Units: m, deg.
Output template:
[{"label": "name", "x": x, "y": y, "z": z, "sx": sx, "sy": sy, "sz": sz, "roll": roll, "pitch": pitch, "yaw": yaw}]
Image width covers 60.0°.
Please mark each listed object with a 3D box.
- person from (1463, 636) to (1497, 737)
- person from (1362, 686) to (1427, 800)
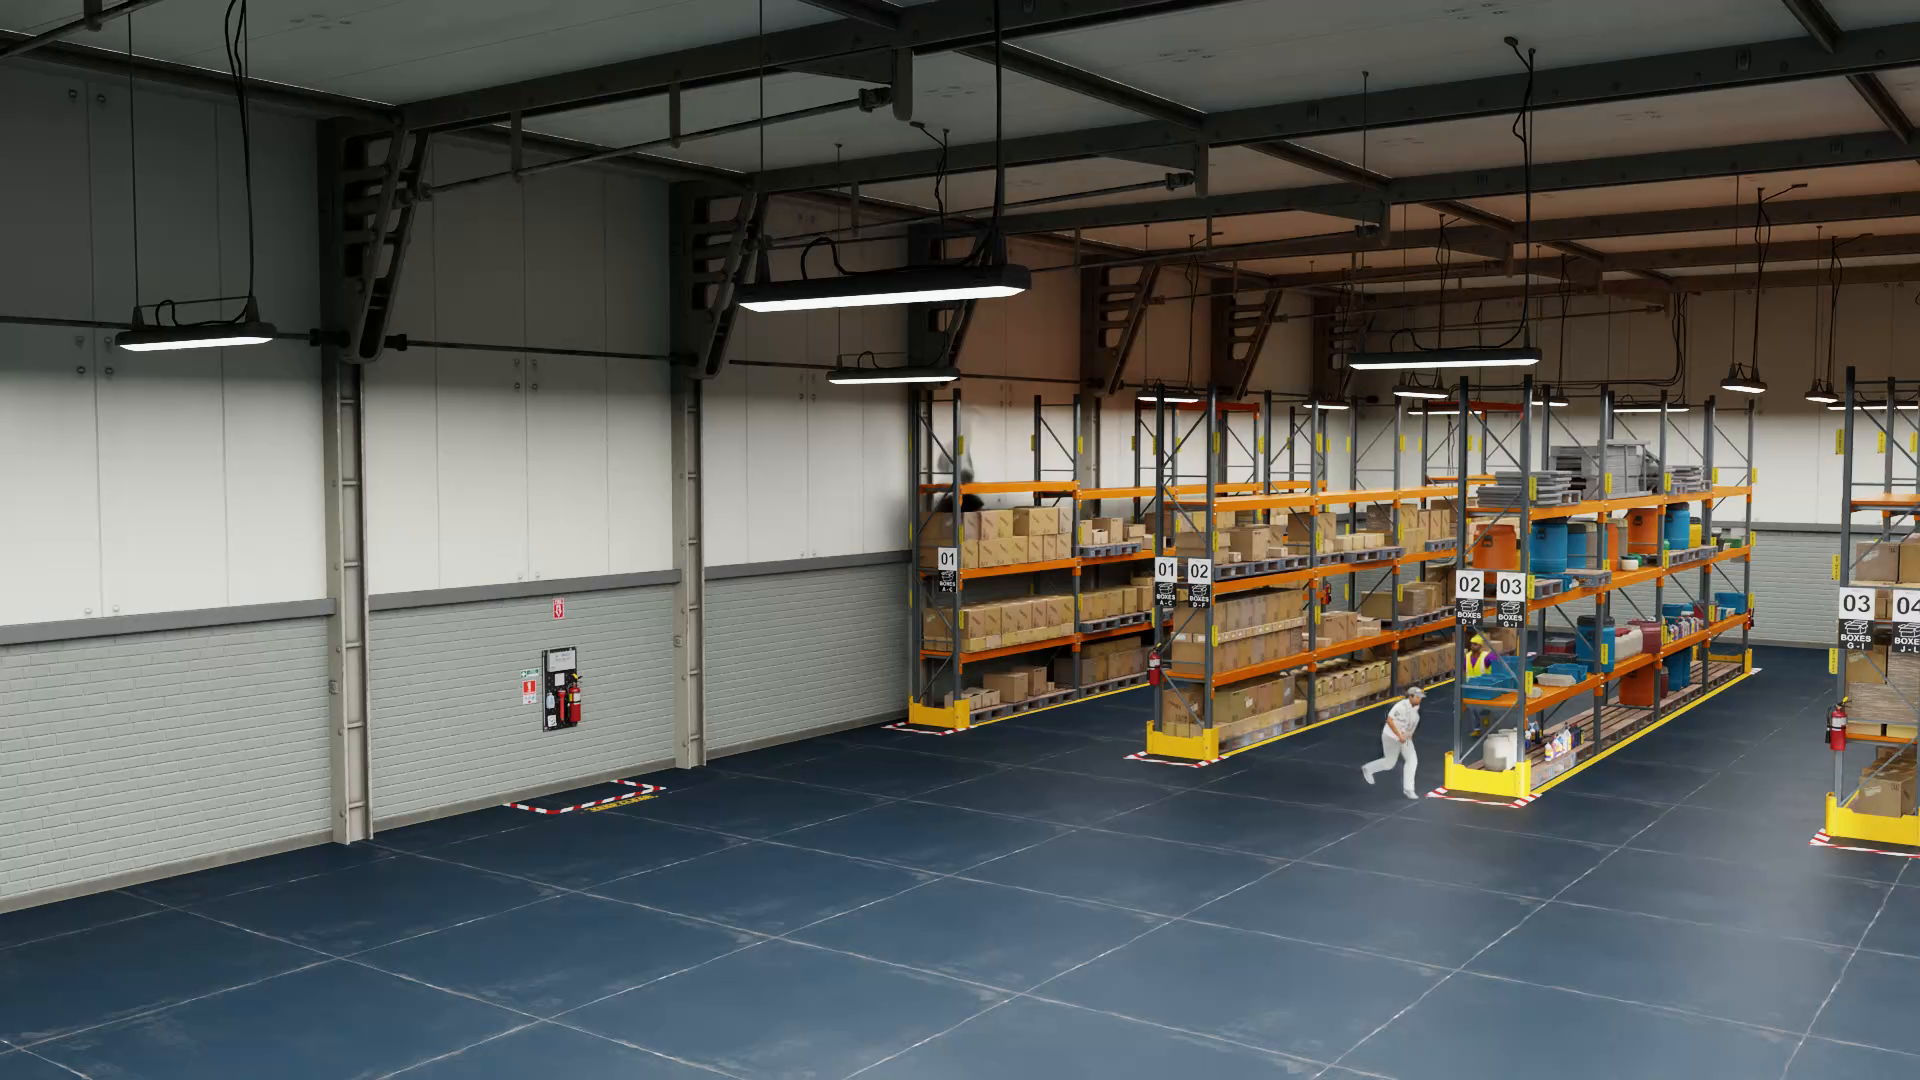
[{"label": "person", "x": 8.915, "y": 2.517, "z": 28.572, "sx": 0.714, "sy": 1.729, "sz": 0.661, "roll": 3, "pitch": 4, "yaw": 42}, {"label": "person", "x": 6.234, "y": 2.873, "z": 23.843, "sx": 1.003, "sy": 1.626, "sz": 0.627, "roll": 3, "pitch": 5, "yaw": 44}]
